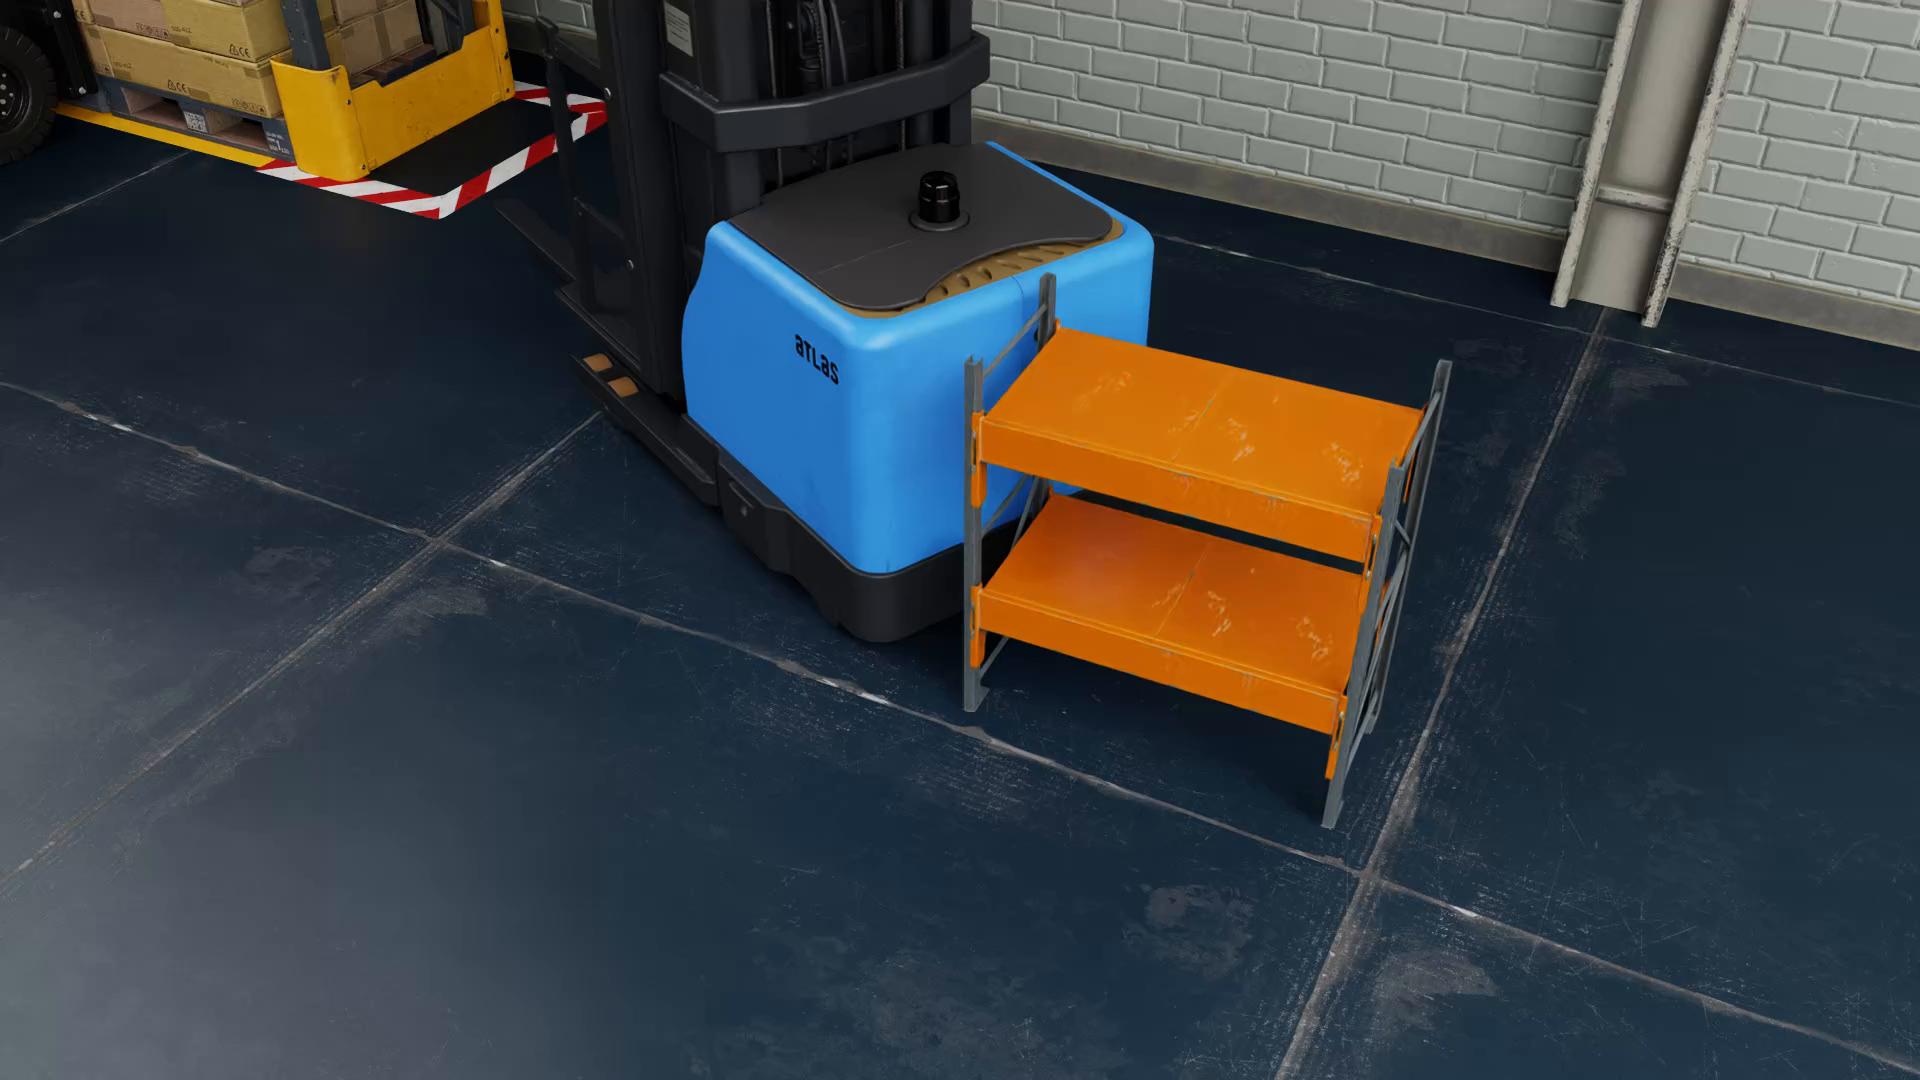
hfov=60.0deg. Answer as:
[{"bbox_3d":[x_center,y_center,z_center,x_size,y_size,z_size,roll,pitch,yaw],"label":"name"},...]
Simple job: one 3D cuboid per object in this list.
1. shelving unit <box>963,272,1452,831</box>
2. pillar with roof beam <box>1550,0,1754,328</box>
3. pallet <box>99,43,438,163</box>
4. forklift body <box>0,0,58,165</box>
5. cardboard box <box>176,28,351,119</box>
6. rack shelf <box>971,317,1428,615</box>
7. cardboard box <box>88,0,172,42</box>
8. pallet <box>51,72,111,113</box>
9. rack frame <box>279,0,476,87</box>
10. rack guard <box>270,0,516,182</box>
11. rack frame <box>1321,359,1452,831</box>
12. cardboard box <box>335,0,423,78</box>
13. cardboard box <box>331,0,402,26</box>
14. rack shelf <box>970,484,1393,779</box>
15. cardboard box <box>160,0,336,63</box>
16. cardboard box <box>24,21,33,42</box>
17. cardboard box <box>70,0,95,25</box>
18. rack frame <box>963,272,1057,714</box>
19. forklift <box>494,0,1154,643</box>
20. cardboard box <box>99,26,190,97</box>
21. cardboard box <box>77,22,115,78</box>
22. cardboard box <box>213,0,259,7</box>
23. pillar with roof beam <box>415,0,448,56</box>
[{"bbox_3d":[0.590,0.026,4.285,1.048,1.125,0.538,16,40,20],"label":"shelving unit"},{"bbox_3d":[0.555,-2.215,0.725,0.400,9.000,9.100,17,41,21],"label":"pillar with roof beam"},{"bbox_3d":[-3.288,-2.207,7.983,1.213,0.211,1.003,17,41,21],"label":"pallet"},{"bbox_3d":[-5.112,-2.337,6.550,1.214,2.155,2.313,17,41,21],"label":"forklift body"},{"bbox_3d":[-3.152,-2.161,7.542,0.500,0.250,0.500,18,41,22],"label":"cardboard box"},{"bbox_3d":[0.590,-0.207,4.108,1.000,0.278,0.538,16,40,20],"label":"rack shelf"},{"bbox_3d":[-3.606,-2.511,7.591,0.500,0.250,0.500,17,40,21],"label":"cardboard box"},{"bbox_3d":[-4.367,-2.547,8.431,1.213,0.211,1.003,17,41,21],"label":"pallet"},{"bbox_3d":[-2.590,-3.128,6.889,0.127,3.000,1.000,17,41,21],"label":"rack frame"},{"bbox_3d":[-2.568,-2.125,7.636,0.348,0.500,1.175,17,41,21],"label":"rack guard"},{"bbox_3d":[1.049,0.157,4.112,0.032,1.125,0.500,16,40,20],"label":"rack frame"},{"bbox_3d":[-2.936,-2.441,7.912,0.500,0.250,0.500,18,41,22],"label":"cardboard box"},{"bbox_3d":[-2.912,-2.641,7.762,0.500,0.250,0.500,18,41,22],"label":"cardboard box"},{"bbox_3d":[0.590,0.221,4.433,1.000,0.278,0.538,16,40,20],"label":"rack shelf"},{"bbox_3d":[-3.166,-2.366,7.400,0.500,0.250,0.500,17,40,21],"label":"cardboard box"},{"bbox_3d":[-4.501,-2.580,8.095,0.500,0.250,0.500,19,41,23],"label":"cardboard box"},{"bbox_3d":[-4.074,-2.644,7.765,0.500,0.250,0.500,16,40,20],"label":"cardboard box"},{"bbox_3d":[0.130,-0.105,4.458,0.032,1.125,0.500,16,40,20],"label":"rack frame"},{"bbox_3d":[-0.711,-1.719,5.090,1.130,2.935,3.031,-24,43,-28],"label":"forklift"},{"bbox_3d":[-3.589,-2.304,7.731,0.500,0.250,0.500,17,41,21],"label":"cardboard box"},{"bbox_3d":[-4.029,-2.448,7.921,0.500,0.250,0.500,18,41,22],"label":"cardboard box"},{"bbox_3d":[-3.142,-2.558,7.239,0.500,0.250,0.500,19,41,23],"label":"cardboard box"},{"bbox_3d":[-4.773,-3.883,2.923,0.400,9.000,9.100,17,41,21],"label":"pillar with roof beam"}]
